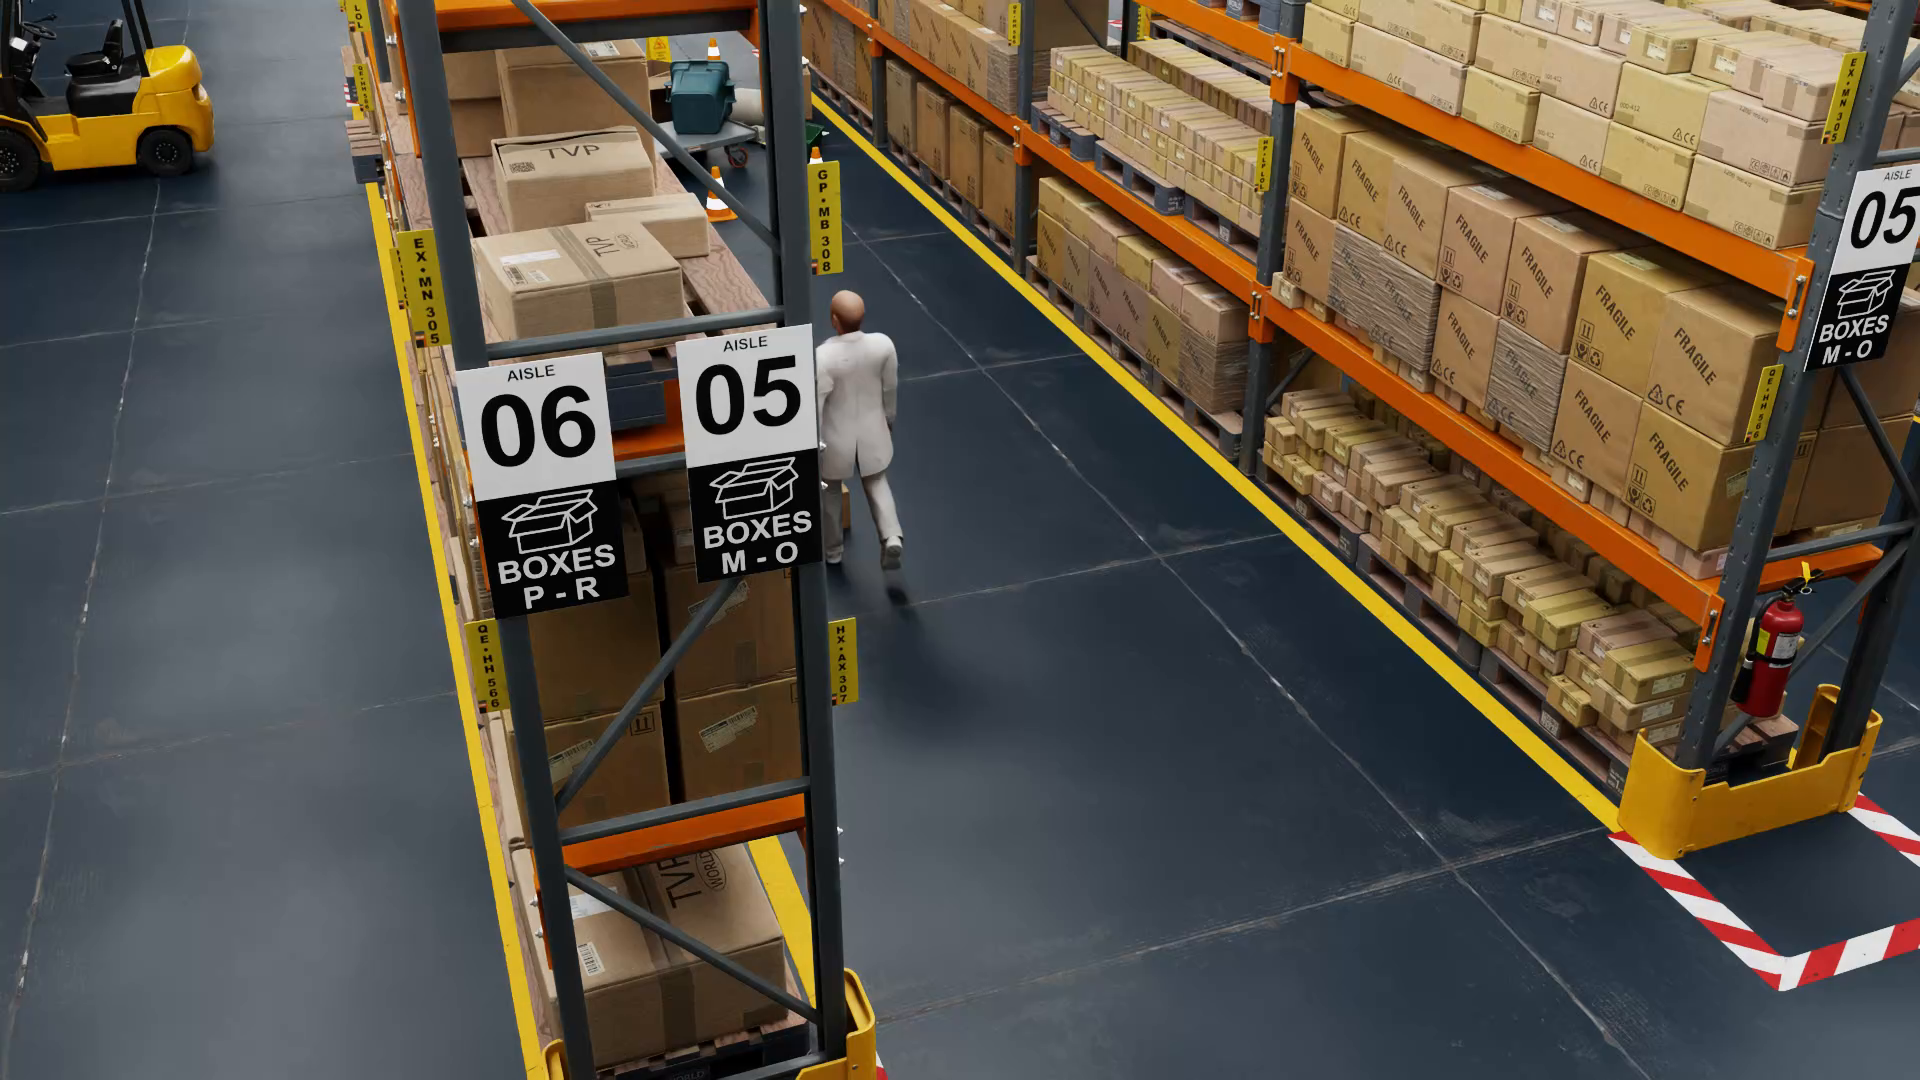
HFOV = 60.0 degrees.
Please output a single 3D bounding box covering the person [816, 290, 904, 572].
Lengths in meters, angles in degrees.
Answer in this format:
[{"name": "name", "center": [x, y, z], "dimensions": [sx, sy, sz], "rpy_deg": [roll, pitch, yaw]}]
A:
[{"name": "person", "center": [-0.632, -0.615, 9.426], "dimensions": [0.607, 1.762, 0.846], "rpy_deg": [-11, 31, -19]}]
